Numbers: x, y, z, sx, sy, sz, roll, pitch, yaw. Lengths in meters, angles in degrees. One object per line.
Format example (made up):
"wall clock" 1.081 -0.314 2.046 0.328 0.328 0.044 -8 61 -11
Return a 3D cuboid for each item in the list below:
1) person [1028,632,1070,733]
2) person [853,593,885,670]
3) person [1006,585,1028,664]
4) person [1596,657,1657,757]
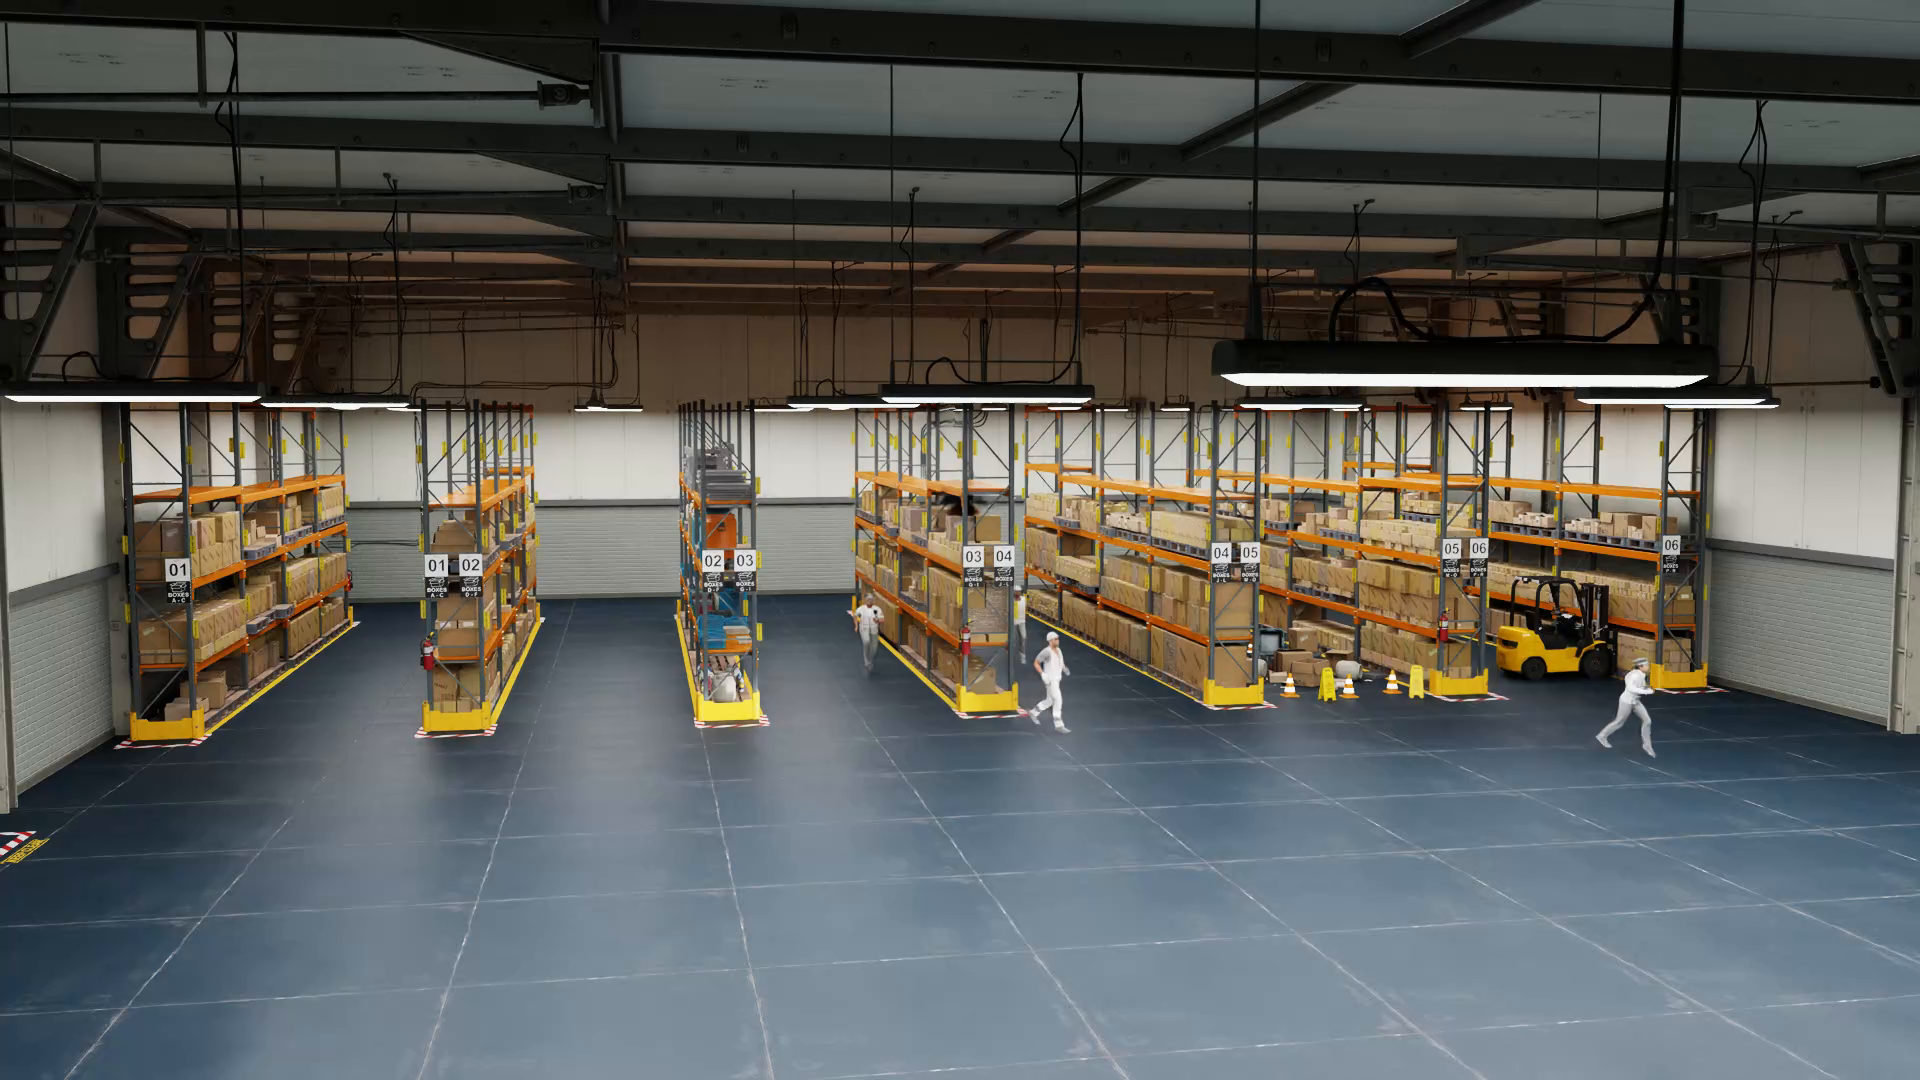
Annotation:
"person" 1.626 2.542 30.030 0.914 1.793 0.659 3 5 32
"person" -1.992 2.035 36.573 0.648 1.750 0.935 -1 4 -12
"person" 1.291 1.945 38.469 0.650 1.817 0.856 -1 4 -17
"person" 11.256 2.785 28.052 0.992 1.695 0.612 4 6 42
